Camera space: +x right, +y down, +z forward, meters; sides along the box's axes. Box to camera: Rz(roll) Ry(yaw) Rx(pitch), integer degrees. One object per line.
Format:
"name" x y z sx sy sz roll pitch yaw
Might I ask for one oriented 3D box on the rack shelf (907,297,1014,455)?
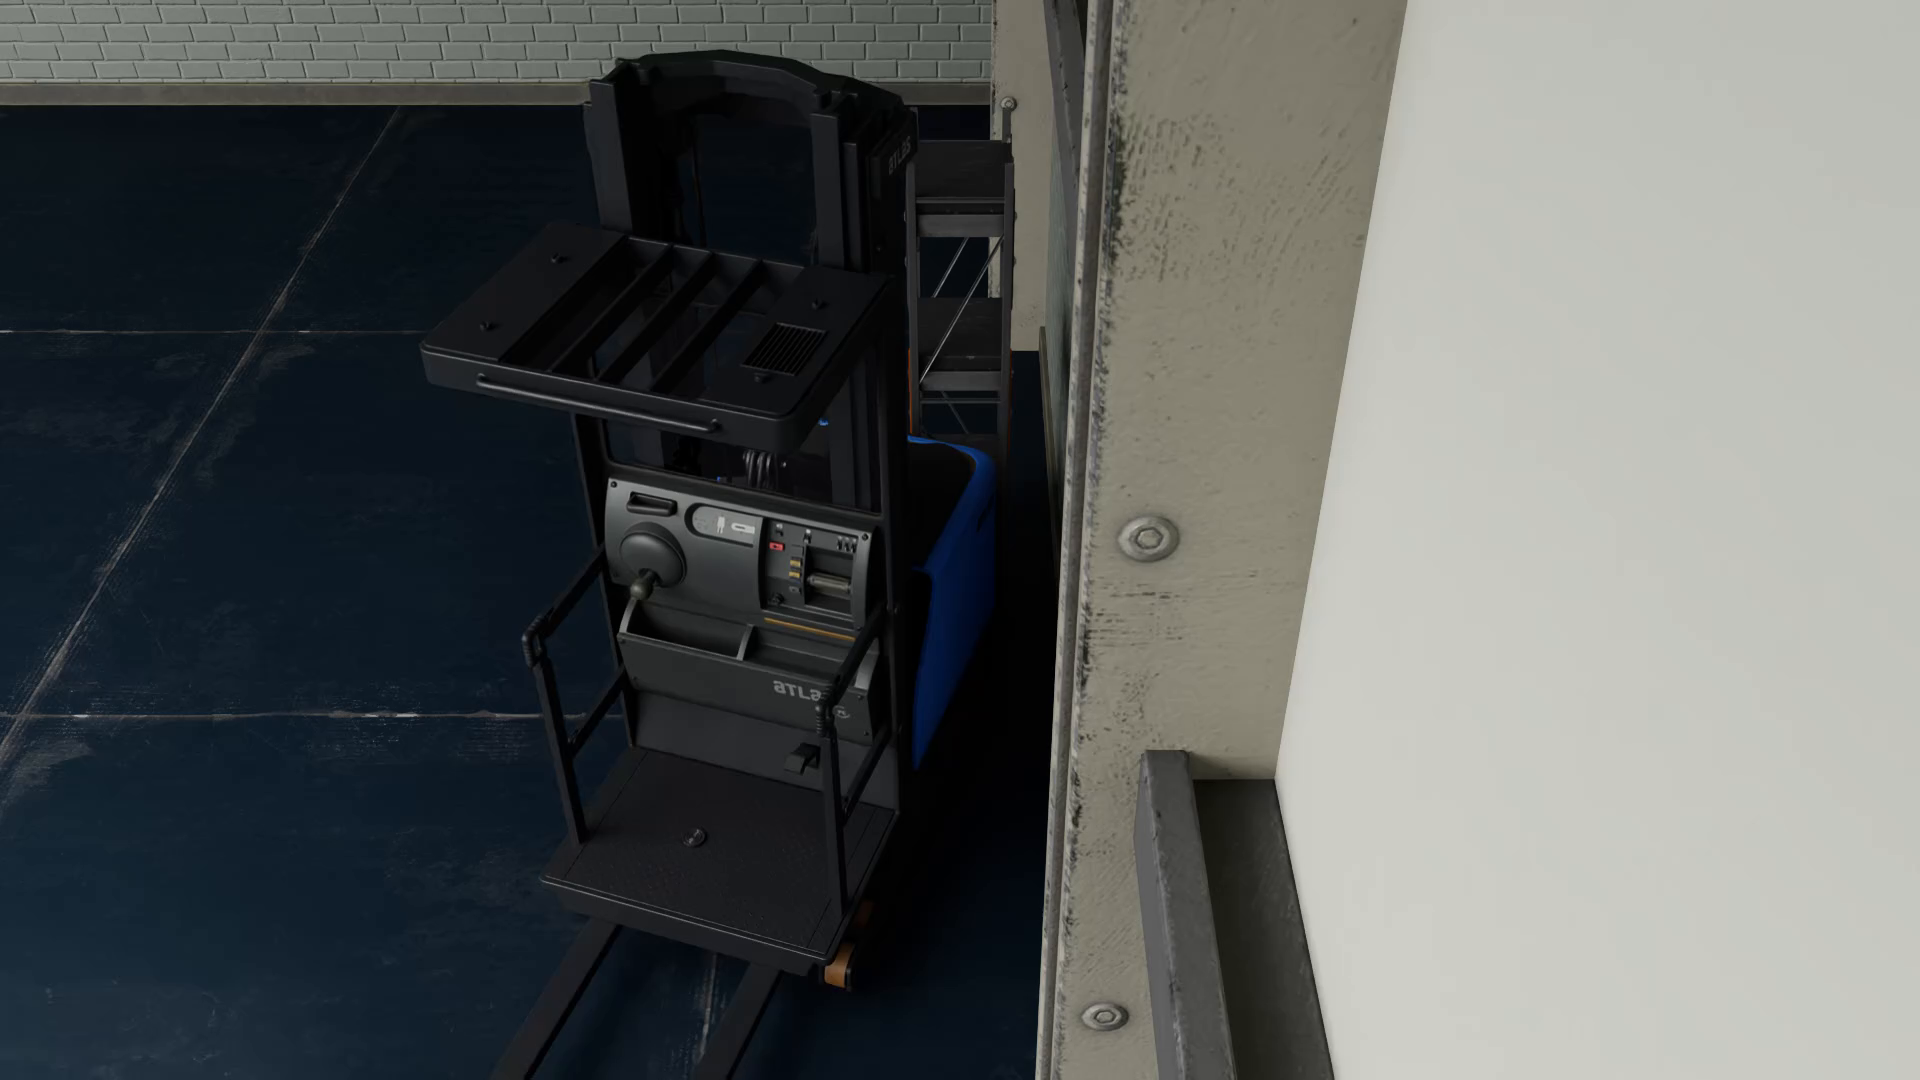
"rack shelf" 0.000 -0.705 6.973 0.431 0.518 0.480 0 39 0

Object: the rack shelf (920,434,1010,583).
"rack shelf" 0.000 -0.159 7.410 0.431 0.518 0.480 0 39 0

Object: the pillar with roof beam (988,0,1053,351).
"pillar with roof beam" -3.994 -4.662 6.372 9.100 9.000 0.400 0 39 0

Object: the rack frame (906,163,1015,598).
"rack frame" 0.000 -0.563 6.774 0.400 2.100 0.015 0 39 0

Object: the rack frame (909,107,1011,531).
"rack frame" 0.000 -0.868 7.155 0.400 2.100 0.015 0 39 0

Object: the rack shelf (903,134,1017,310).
"rack shelf" 0.000 -1.251 6.535 0.431 0.518 0.480 0 39 0

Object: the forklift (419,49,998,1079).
"forklift" -0.791 0.127 5.247 1.130 2.935 3.031 12 40 14

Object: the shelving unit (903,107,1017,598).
"shelving unit" 0.000 -0.716 6.964 0.431 2.100 0.503 0 39 0
